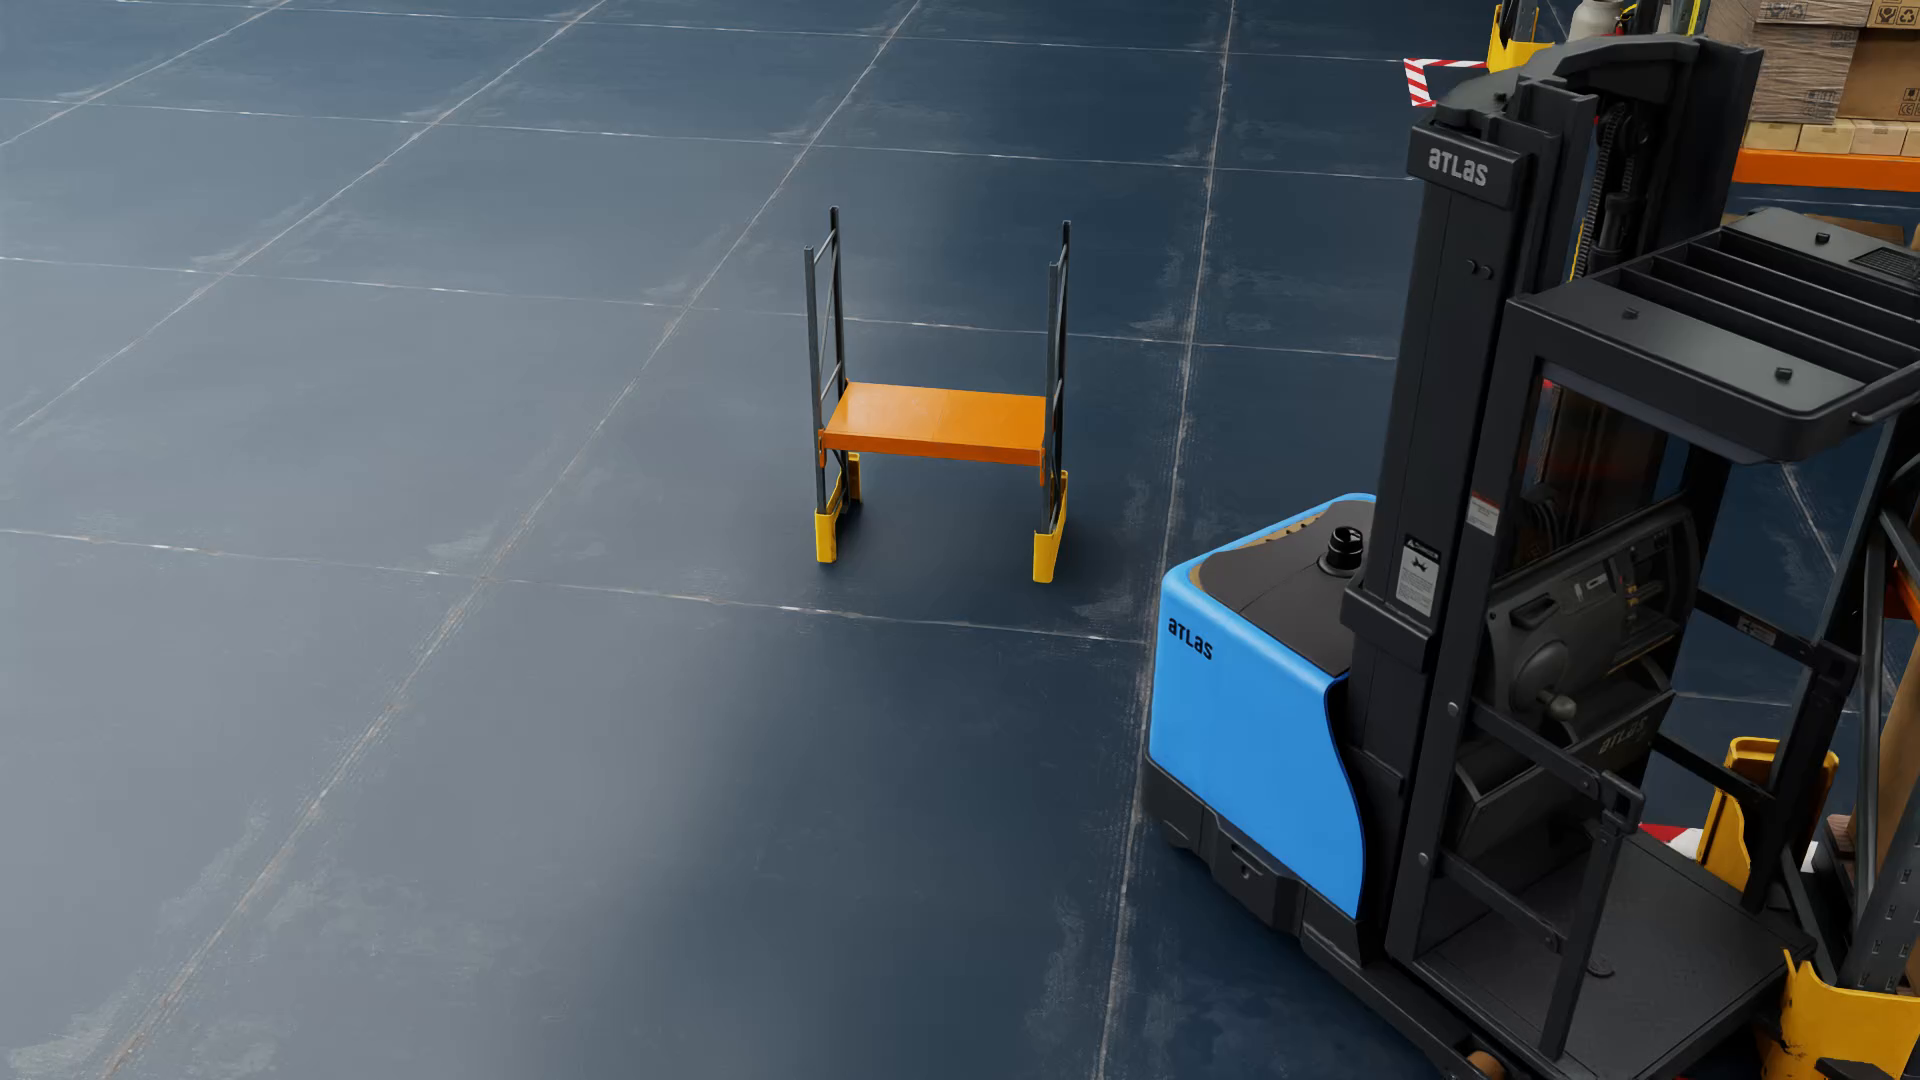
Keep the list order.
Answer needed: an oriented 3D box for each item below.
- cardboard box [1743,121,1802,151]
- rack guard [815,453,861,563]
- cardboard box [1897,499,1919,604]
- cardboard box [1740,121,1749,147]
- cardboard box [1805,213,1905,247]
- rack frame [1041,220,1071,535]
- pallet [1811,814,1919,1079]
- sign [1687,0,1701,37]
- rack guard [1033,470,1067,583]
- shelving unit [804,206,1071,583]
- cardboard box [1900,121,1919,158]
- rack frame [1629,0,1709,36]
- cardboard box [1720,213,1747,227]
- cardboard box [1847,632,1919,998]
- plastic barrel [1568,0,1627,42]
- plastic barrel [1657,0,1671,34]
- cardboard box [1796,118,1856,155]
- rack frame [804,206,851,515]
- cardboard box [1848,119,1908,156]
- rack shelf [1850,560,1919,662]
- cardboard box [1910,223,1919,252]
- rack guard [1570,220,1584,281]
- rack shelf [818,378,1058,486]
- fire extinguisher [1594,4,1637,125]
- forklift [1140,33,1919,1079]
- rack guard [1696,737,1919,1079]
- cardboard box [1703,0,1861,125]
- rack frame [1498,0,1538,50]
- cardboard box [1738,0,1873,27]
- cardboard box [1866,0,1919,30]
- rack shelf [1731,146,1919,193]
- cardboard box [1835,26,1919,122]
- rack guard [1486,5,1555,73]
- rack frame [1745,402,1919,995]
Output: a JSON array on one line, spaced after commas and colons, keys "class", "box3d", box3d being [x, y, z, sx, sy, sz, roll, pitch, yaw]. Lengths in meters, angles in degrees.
[{"class": "cardboard box", "box3d": [4.156, -2.148, 8.591, 0.250, 0.149, 0.380, 5, 32, 8]}, {"class": "rack guard", "box3d": [-0.566, -0.157, 7.766, 0.087, 0.250, 0.587, 5, 32, 8]}, {"class": "cardboard box", "box3d": [3.111, 0.094, 4.631, 0.550, 0.550, 0.875, 5, 32, 8]}, {"class": "cardboard box", "box3d": [3.913, -2.180, 8.643, 0.250, 0.149, 0.380, 5, 32, 8]}, {"class": "cardboard box", "box3d": [4.880, -1.455, 9.208, 0.500, 0.500, 0.500, 14, 35, 21]}, {"class": "rack frame", "box3d": [0.417, -0.598, 7.292, 0.032, 1.500, 0.500, 5, 32, 8]}, {"class": "pallet", "box3d": [3.539, 1.361, 5.377, 1.213, 0.211, 1.003, 5, 32, 8]}, {"class": "sign", "box3d": [3.581, -2.520, 8.133, 0.005, 0.325, 0.100, 5, 32, 8]}, {"class": "rack guard", "box3d": [0.416, -0.068, 7.624, 0.087, 0.250, 0.587, 5, 32, 8]}, {"class": "shelving unit", "box3d": [-0.075, -0.643, 7.363, 1.083, 1.500, 0.587, 5, 32, 8]}, {"class": "cardboard box", "box3d": [4.895, -2.080, 8.483, 0.250, 0.149, 0.380, 5, 32, 8]}, {"class": "rack frame", "box3d": [3.672, -2.437, 8.816, 0.127, 3.000, 1.000, 5, 32, 8]}, {"class": "cardboard box", "box3d": [4.285, -1.491, 9.265, 0.500, 0.500, 0.500, 11, 34, 17]}, {"class": "cardboard box", "box3d": [3.418, 0.897, 5.097, 0.875, 0.875, 0.875, 5, 32, 8]}, {"class": "plastic barrel", "box3d": [5.167, -4.132, 13.473, 0.421, 0.512, 0.421, 0, 32, 0]}, {"class": "plastic barrel", "box3d": [5.661, -4.087, 13.402, 0.421, 0.512, 0.421, 0, 32, 0]}, {"class": "cardboard box", "box3d": [4.400, -2.118, 8.543, 0.250, 0.149, 0.380, 5, 32, 8]}, {"class": "rack frame", "box3d": [-0.585, -0.689, 7.437, 0.032, 1.500, 0.500, 5, 32, 8]}, {"class": "cardboard box", "box3d": [4.650, -2.106, 8.525, 0.250, 0.149, 0.380, 5, 32, 8]}, {"class": "rack shelf", "box3d": [4.710, 0.632, 4.592, 4.000, 0.370, 1.077, 5, 32, 8]}, {"class": "cardboard box", "box3d": [5.494, -1.390, 9.103, 0.500, 0.500, 0.500, 8, 33, 13]}, {"class": "rack guard", "box3d": [3.747, -1.371, 9.469, 0.348, 0.500, 1.175, 5, 32, 8]}, {"class": "rack shelf", "box3d": [-0.084, -0.491, 7.460, 1.000, 0.185, 0.538, 5, 32, 8]}, {"class": "fire extinguisher", "box3d": [3.637, -2.655, 9.238, 0.183, 0.674, 0.296, 5, 32, 8]}, {"class": "forklift", "box3d": [1.926, 0.258, 4.575, 1.130, 2.935, 3.031, -21, 38, -30]}, {"class": "rack guard", "box3d": [2.714, 1.206, 5.353, 0.348, 0.500, 1.175, 5, 32, 8]}, {"class": "cardboard box", "box3d": [4.210, -2.542, 8.609, 0.500, 0.500, 0.875, 5, 32, 8]}, {"class": "rack frame", "box3d": [4.505, -5.027, 12.955, 0.127, 3.000, 1.000, 5, 32, 8]}, {"class": "cardboard box", "box3d": [4.168, -2.838, 8.139, 0.500, 0.500, 0.500, 5, 32, 8]}, {"class": "cardboard box", "box3d": [4.660, -2.789, 8.062, 0.500, 0.500, 0.500, 5, 32, 8]}, {"class": "rack shelf", "box3d": [5.644, -1.953, 8.722, 4.000, 0.370, 1.077, 5, 32, 8]}, {"class": "cardboard box", "box3d": [4.723, -2.560, 8.638, 0.500, 0.500, 0.875, 5, 32, 8]}, {"class": "rack guard", "box3d": [4.588, -3.986, 13.646, 0.348, 0.500, 1.175, 5, 32, 8]}, {"class": "rack frame", "box3d": [2.738, 0.148, 4.686, 0.127, 3.000, 1.000, 5, 32, 8]}]
